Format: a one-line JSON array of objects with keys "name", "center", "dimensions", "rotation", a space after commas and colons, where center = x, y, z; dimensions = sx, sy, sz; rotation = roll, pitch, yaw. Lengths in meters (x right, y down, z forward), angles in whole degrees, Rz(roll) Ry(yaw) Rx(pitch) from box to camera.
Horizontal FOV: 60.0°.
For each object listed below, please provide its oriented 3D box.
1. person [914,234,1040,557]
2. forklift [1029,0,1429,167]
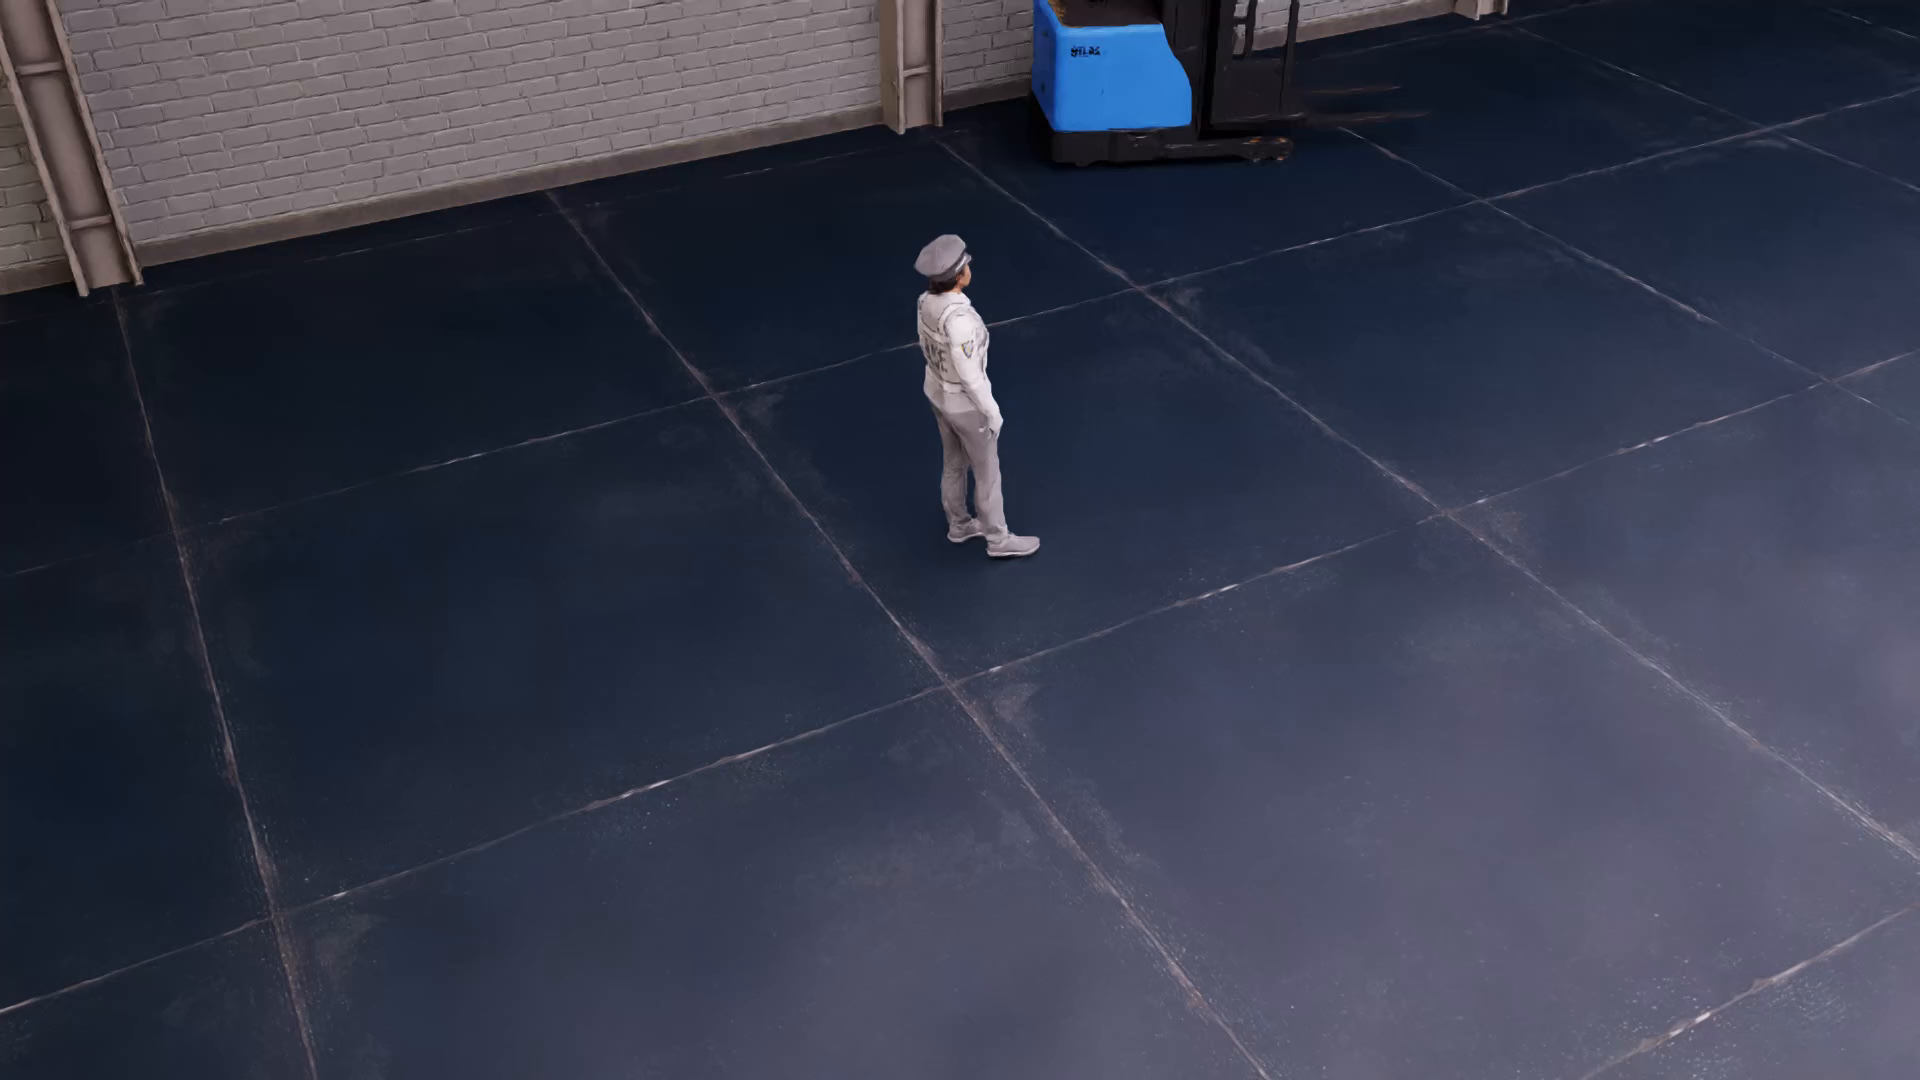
[{"name": "person", "center": [0.063, -0.713, 8.190], "dimensions": [0.533, 1.695, 0.586], "rotation": [-17, 39, -23]}, {"name": "forklift", "center": [2.117, -4.405, 12.355], "dimensions": [3.031, 2.935, 1.130], "rotation": [-5, 36, -7]}]
